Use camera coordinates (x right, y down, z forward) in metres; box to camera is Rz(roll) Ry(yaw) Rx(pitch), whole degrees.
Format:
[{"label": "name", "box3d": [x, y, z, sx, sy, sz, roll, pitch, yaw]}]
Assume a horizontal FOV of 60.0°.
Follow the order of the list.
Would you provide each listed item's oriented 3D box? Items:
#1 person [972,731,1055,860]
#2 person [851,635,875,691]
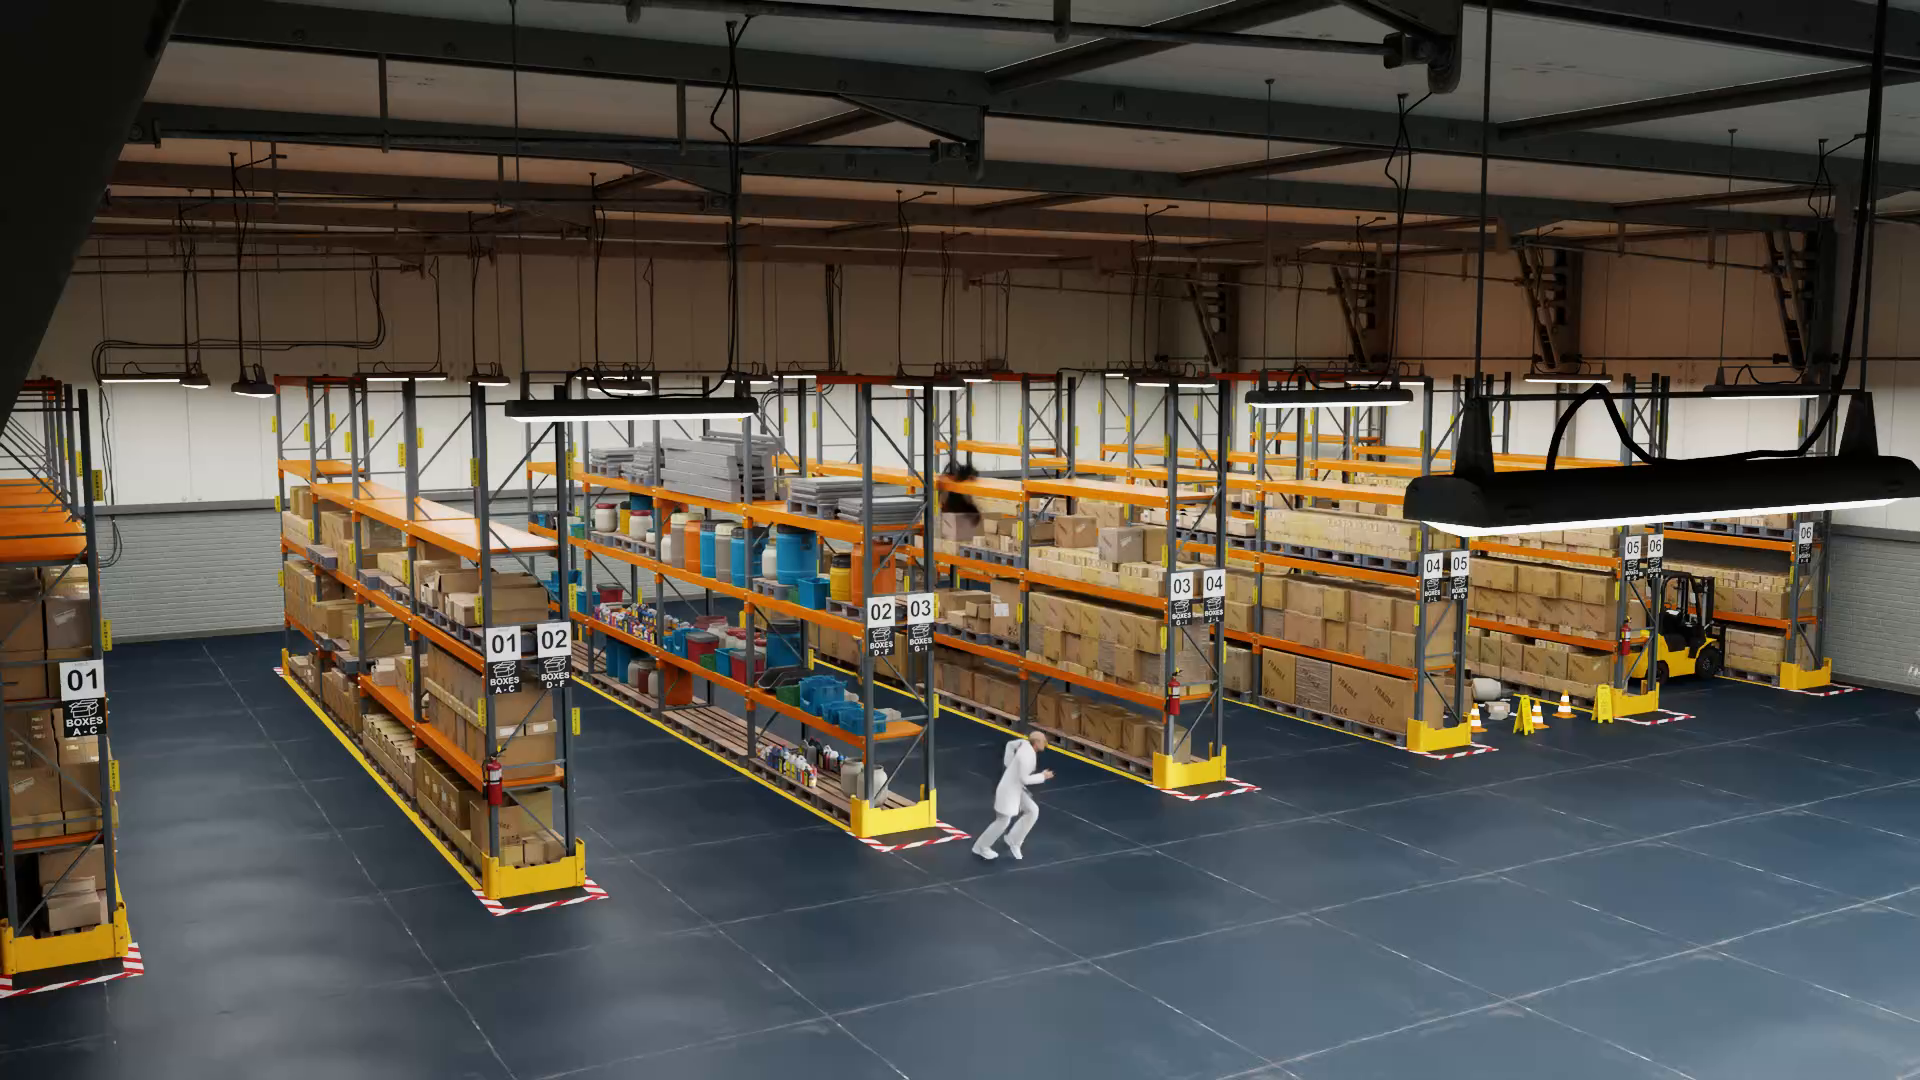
[{"label": "person", "box3d": [0.676, 3.228, 21.012, 1.052, 1.676, 0.744, 0, 6, 4]}, {"label": "person", "box3d": [-1.720, 1.841, 30.506, 0.689, 1.784, 0.794, -3, 7, -25]}]
